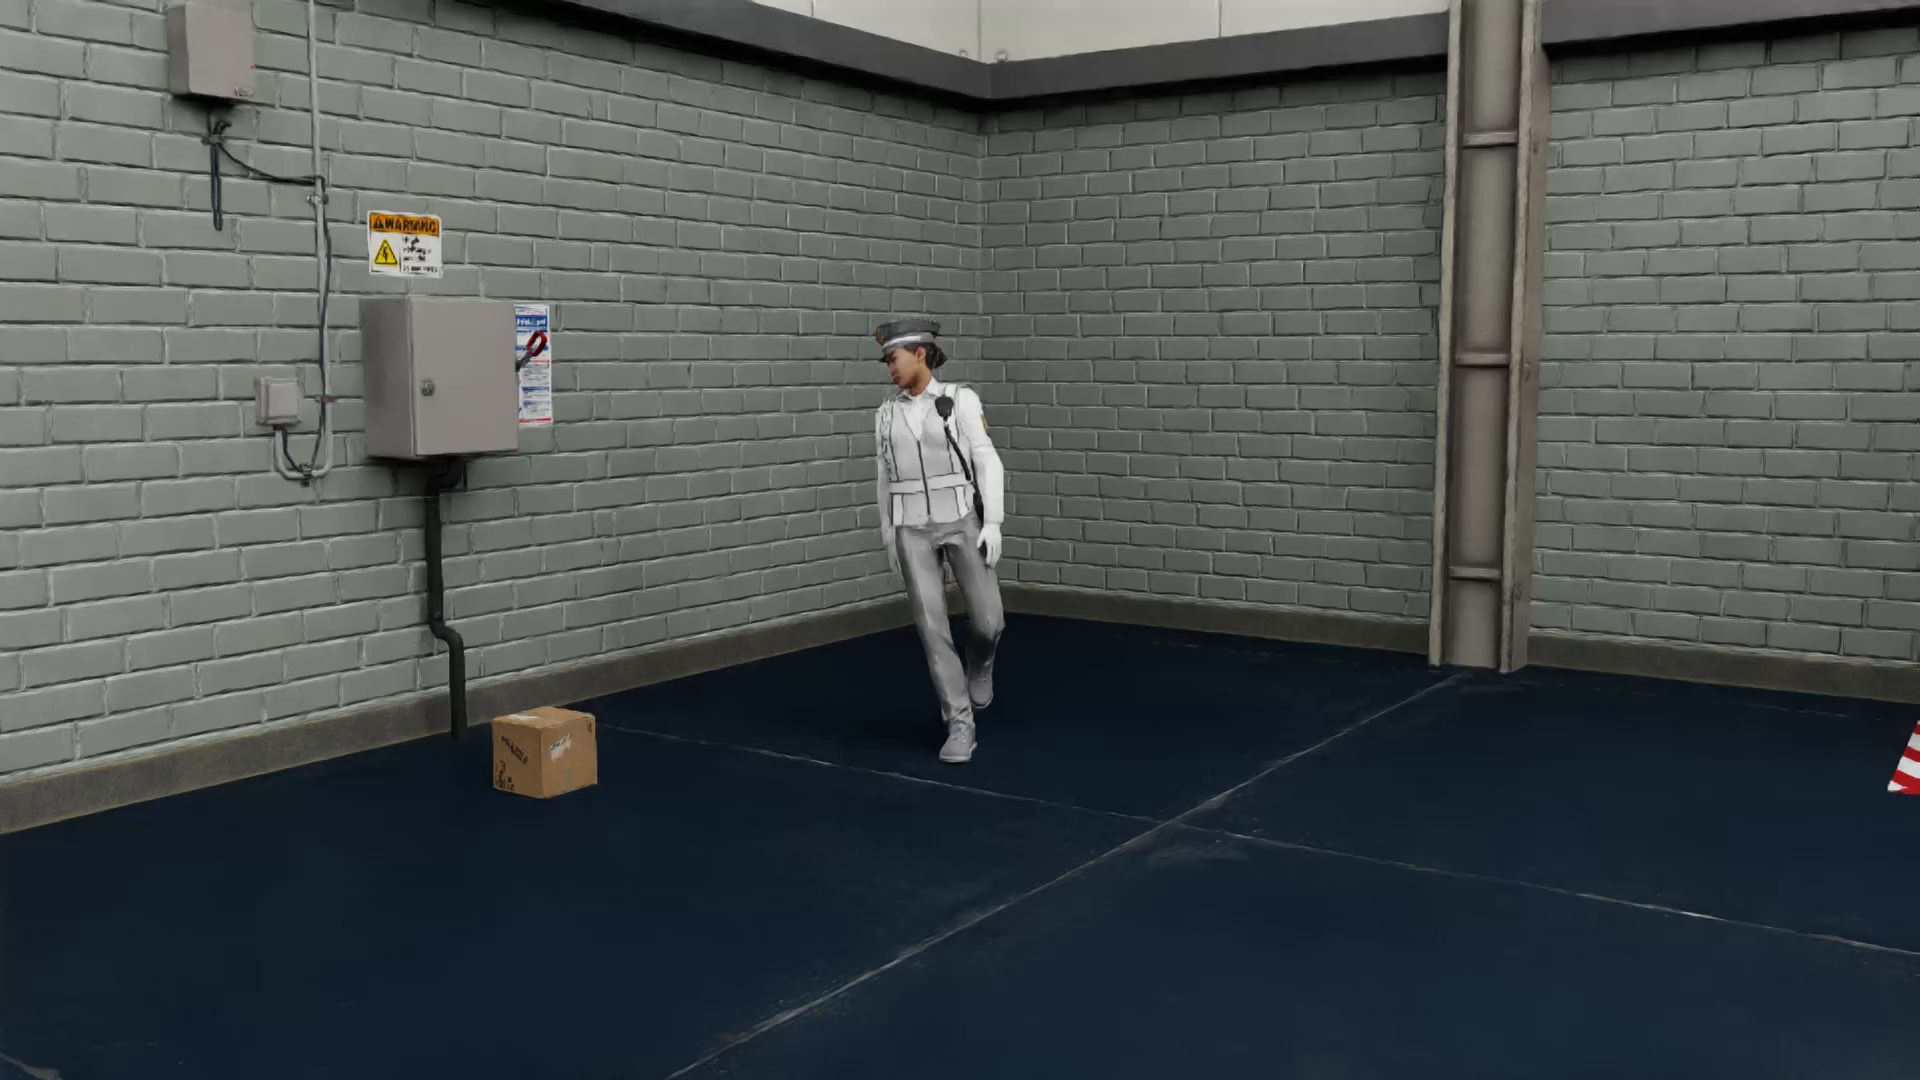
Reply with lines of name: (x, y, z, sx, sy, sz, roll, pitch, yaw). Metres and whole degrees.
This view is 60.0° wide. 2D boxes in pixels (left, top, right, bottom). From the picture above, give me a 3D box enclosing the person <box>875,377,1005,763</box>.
person: (-0.079, 0.082, 6.372, 0.525, 1.409, 0.719, 1, 7, 11)
